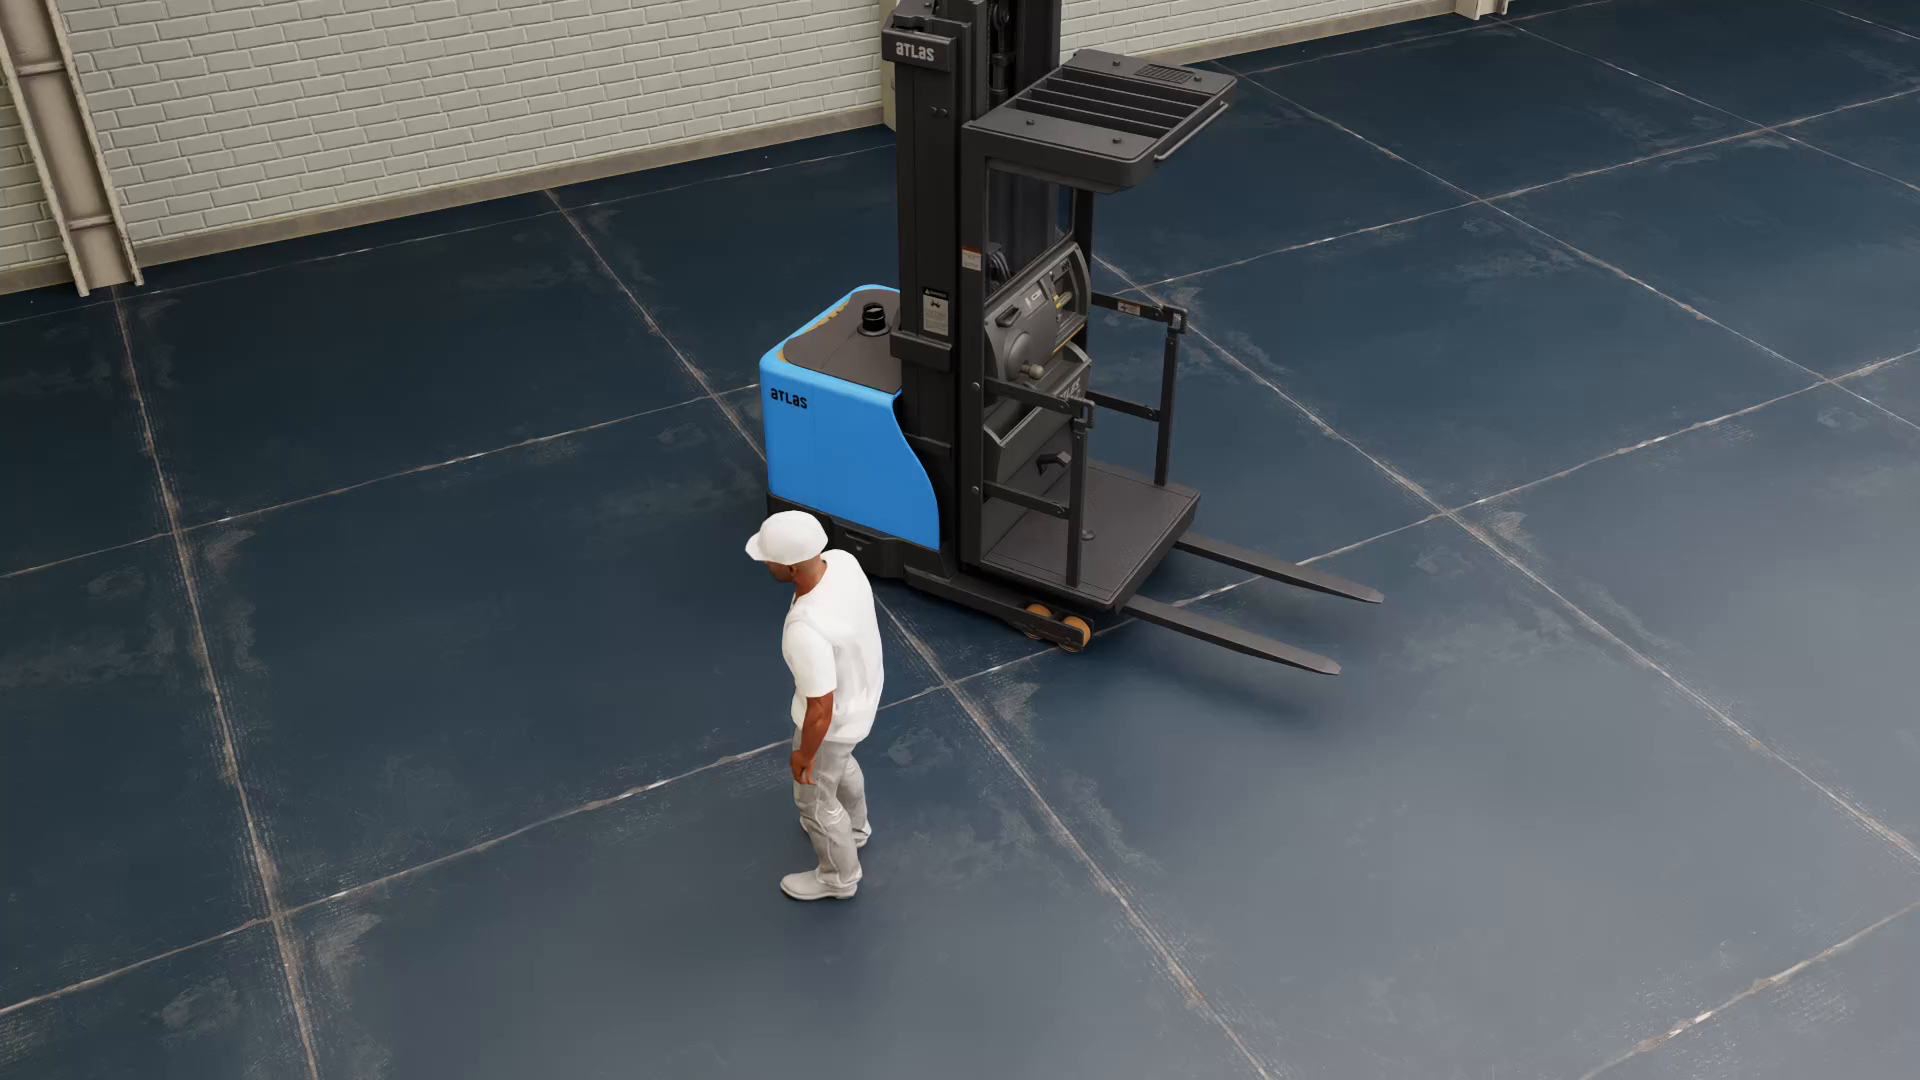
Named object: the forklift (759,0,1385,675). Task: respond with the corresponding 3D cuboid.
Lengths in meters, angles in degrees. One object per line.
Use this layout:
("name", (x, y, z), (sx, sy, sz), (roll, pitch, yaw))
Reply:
("forklift", (0.541, -1.017, 7.561), (3.031, 2.935, 1.130), (18, 39, 24))

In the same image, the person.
("person", (-0.521, 0.619, 6.265), (0.461, 1.759, 0.632), (6, 36, 8))
